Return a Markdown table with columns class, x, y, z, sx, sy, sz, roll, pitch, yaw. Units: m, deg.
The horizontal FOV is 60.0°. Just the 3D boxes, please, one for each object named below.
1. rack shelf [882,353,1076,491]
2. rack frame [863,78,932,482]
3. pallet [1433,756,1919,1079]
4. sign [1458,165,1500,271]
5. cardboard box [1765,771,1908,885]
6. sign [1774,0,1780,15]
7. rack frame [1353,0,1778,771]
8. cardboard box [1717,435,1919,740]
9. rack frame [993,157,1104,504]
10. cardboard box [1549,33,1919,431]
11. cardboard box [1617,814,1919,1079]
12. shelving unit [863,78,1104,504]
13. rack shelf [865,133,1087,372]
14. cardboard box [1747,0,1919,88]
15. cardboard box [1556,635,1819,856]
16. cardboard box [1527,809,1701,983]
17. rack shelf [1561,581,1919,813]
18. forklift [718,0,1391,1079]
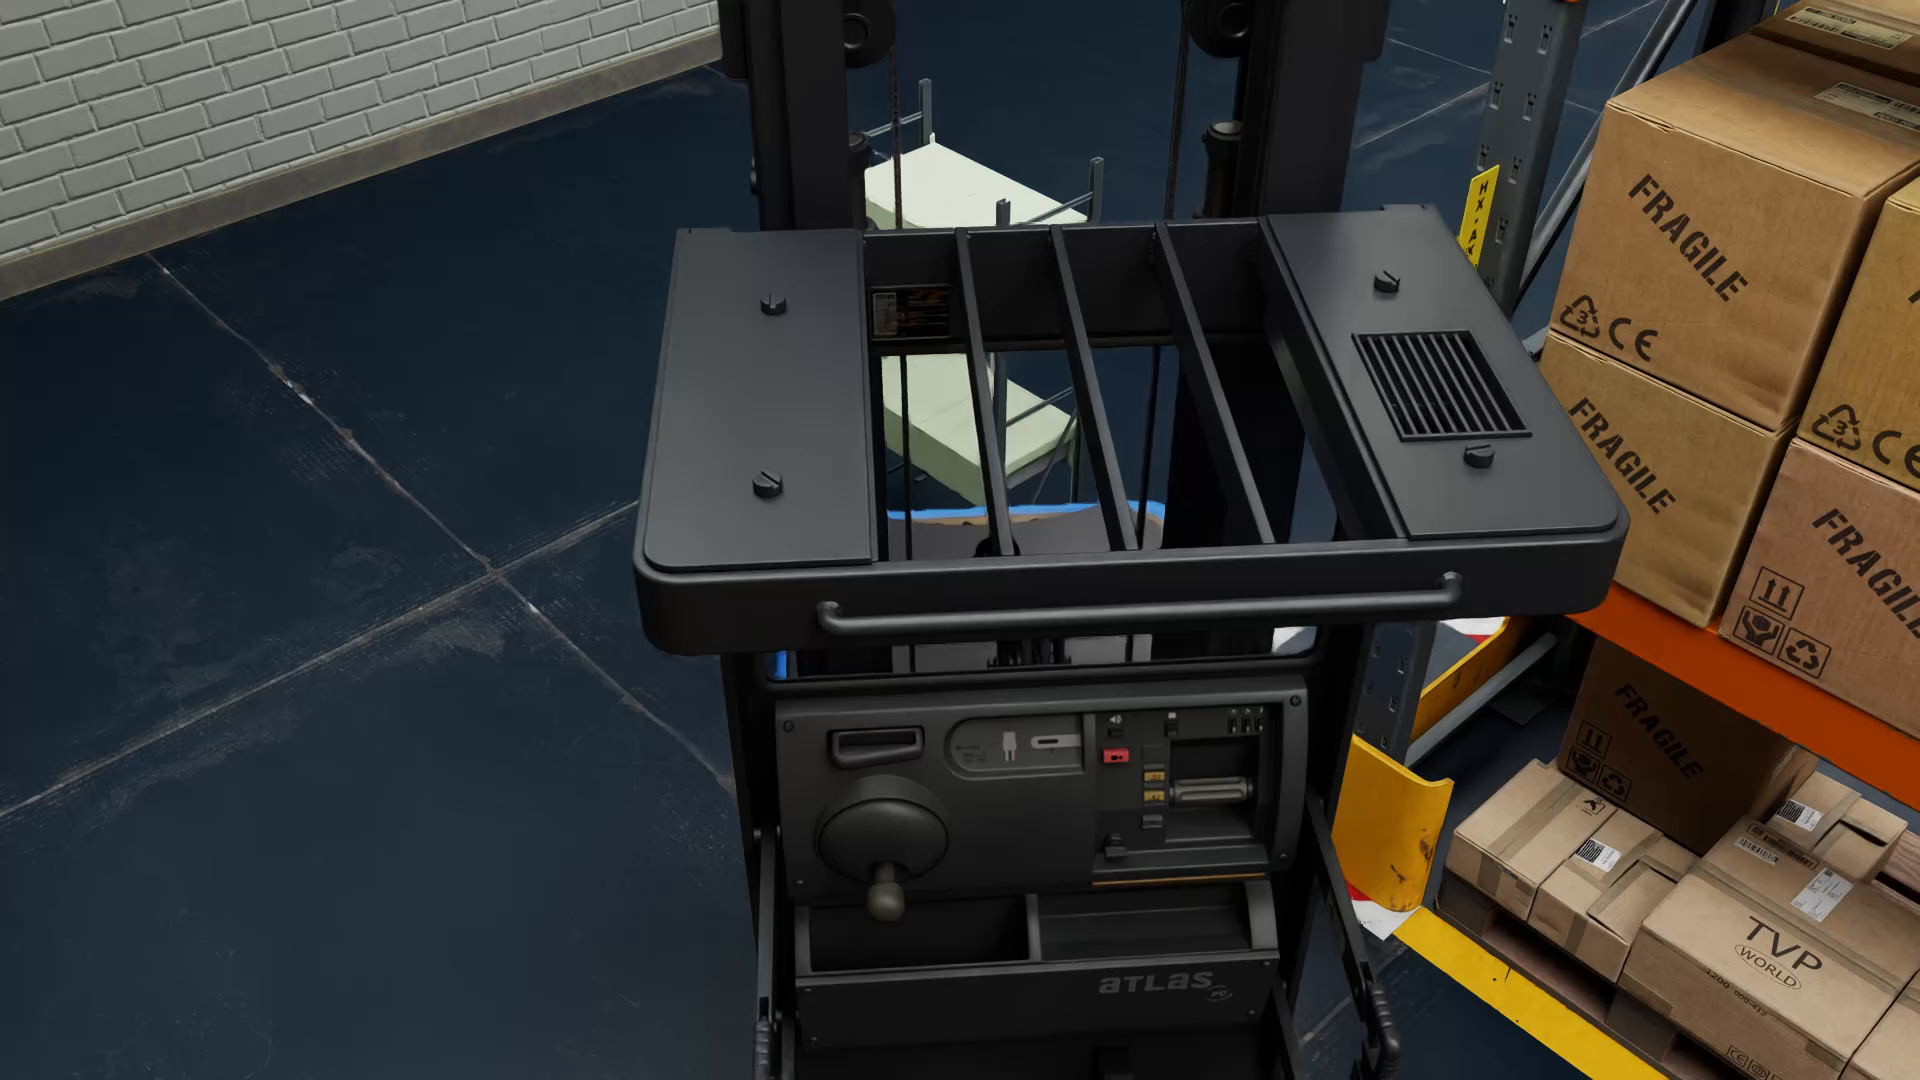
| class | x | y | z | sx | sy | sz | roll | pitch | yaw |
| --- | --- | --- | --- | --- | --- | --- | --- | --- | --- |
| rack shelf | 0.005 | -0.403 | 5.418 | 0.368 | 0.124 | 0.686 | -30 | 48 | -32 |
| rack frame | -0.243 | -0.750 | 5.485 | 0.400 | 1.500 | 0.023 | -30 | 48 | -32 |
| pallet | 2.045 | 0.985 | 4.363 | 1.003 | 0.211 | 1.213 | -30 | 48 | -32 |
| sign | 1.054 | -0.610 | 3.429 | 0.100 | 0.325 | 0.005 | -30 | 48 | -32 |
| cardboard box | 2.210 | 0.800 | 4.277 | 0.380 | 0.166 | 0.250 | -30 | 48 | -32 |
| sign | 1.876 | -1.304 | 3.804 | 0.100 | 0.325 | 0.005 | -30 | 48 | -32 |
| rack frame | 1.453 | -0.504 | 3.987 | 1.000 | 3.000 | 0.127 | -30 | 48 | -32 |
| cardboard box | 1.912 | 0.011 | 3.270 | 0.500 | 0.500 | 0.500 | -30 | 48 | -32 |
| rack frame | 0.252 | -0.411 | 5.065 | 0.400 | 1.500 | 0.023 | -30 | 48 | -32 |
| cardboard box | 1.559 | -0.615 | 3.248 | 0.500 | 0.500 | 0.500 | -28 | 47 | -31 |
| cardboard box | 1.950 | 0.998 | 3.965 | 0.500 | 0.250 | 0.500 | -30 | 48 | -32 |
| shelving unit | 0.005 | -0.580 | 5.275 | 0.431 | 1.500 | 0.755 | -30 | 48 | -32 |
| rack shelf | 0.005 | -0.884 | 5.030 | 0.431 | 0.370 | 0.720 | -30 | 48 | -32 |
| cardboard box | 1.957 | -0.843 | 3.531 | 0.500 | 0.500 | 0.500 | -30 | 48 | -32 |
| cardboard box | 2.003 | 0.444 | 4.452 | 0.500 | 0.500 | 0.500 | -30 | 48 | -32 |
| cardboard box | 1.653 | 0.883 | 4.175 | 0.380 | 0.166 | 0.250 | -30 | 48 | -32 |
| rack shelf | 2.806 | 0.701 | 3.067 | 1.077 | 0.370 | 4.000 | -30 | 48 | -32 |
| forklift | 0.164 | 0.530 | 2.761 | 1.130 | 2.935 | 3.031 | -3 | 39 | -3 |
